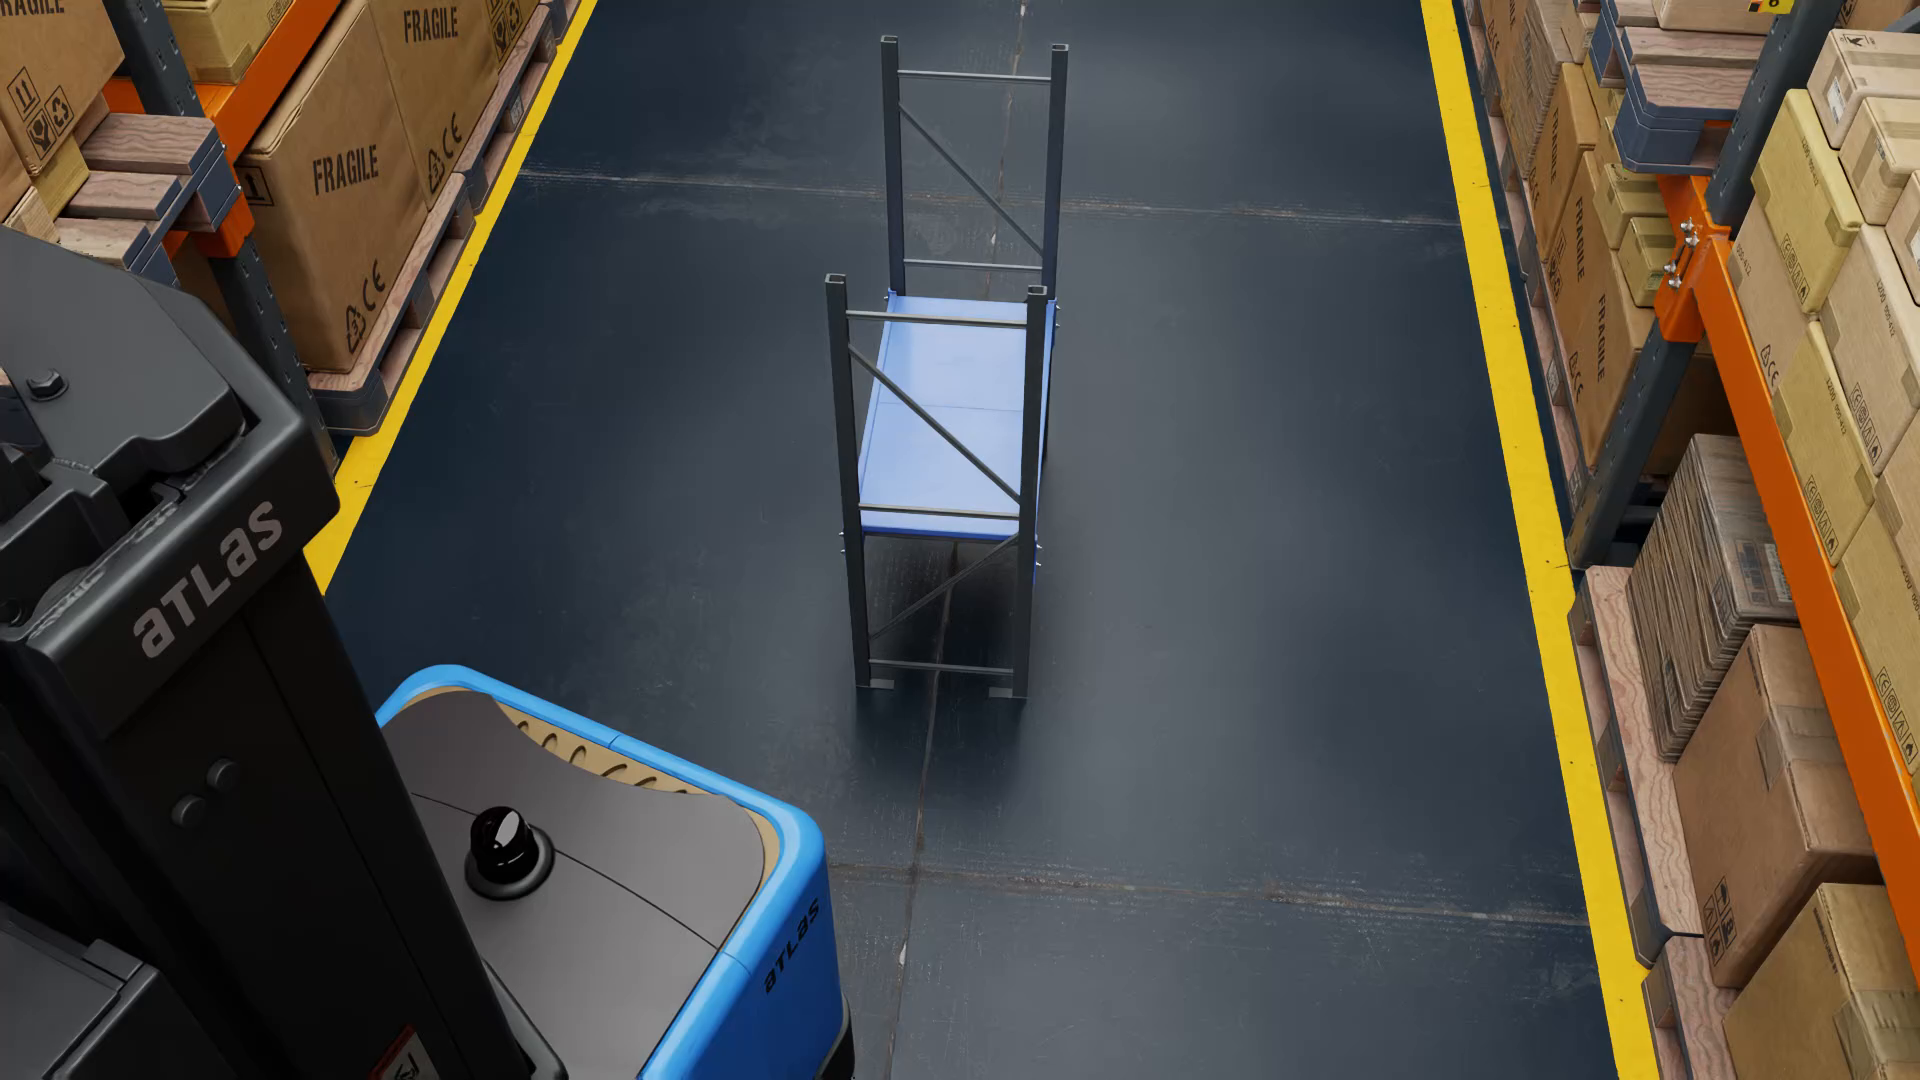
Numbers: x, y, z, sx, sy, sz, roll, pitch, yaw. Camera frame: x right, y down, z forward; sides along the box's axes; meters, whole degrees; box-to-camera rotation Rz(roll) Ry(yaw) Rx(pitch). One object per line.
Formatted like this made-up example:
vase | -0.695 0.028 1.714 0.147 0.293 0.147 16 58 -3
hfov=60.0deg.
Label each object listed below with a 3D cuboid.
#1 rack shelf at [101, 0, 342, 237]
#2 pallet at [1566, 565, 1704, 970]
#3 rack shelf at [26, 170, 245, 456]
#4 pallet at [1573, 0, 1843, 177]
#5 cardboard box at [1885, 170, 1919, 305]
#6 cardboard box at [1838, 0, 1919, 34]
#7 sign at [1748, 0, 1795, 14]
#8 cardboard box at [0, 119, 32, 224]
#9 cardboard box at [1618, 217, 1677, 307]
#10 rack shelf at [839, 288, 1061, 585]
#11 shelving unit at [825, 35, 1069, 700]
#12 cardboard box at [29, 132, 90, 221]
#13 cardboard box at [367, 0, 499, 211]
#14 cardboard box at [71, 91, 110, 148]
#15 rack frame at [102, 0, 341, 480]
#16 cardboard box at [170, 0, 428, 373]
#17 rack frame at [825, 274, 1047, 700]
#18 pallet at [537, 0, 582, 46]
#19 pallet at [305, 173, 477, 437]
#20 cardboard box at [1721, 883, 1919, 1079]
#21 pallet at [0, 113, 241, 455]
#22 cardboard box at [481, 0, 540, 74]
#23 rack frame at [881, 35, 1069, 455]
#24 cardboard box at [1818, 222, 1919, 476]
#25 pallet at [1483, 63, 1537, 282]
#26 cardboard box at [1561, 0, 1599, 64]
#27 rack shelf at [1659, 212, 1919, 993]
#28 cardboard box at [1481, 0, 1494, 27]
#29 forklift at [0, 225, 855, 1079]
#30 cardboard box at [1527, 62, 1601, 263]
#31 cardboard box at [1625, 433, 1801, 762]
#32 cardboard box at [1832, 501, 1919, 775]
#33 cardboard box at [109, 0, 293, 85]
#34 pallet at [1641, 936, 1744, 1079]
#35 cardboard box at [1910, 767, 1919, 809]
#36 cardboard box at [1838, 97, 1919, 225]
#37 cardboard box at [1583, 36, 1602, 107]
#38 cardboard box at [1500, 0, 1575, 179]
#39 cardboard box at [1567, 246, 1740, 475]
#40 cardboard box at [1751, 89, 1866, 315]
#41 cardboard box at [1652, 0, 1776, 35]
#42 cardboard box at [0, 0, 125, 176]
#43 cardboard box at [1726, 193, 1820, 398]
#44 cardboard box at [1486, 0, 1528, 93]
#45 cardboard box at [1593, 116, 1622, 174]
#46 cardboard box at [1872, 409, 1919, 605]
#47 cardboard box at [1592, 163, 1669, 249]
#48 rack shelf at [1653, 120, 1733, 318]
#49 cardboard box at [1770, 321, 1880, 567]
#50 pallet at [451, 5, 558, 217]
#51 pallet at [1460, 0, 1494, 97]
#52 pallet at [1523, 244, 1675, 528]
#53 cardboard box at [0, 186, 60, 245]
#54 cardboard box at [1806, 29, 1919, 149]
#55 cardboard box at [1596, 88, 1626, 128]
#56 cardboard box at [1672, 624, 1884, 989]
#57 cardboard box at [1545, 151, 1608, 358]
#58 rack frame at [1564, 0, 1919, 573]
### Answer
rack shelf | -2.363 -2.483 5.976 1.077 0.370 4.000 4 48 4
pallet | 2.284 0.618 4.542 1.003 0.211 1.213 4 48 4
rack shelf | -2.727 0.456 3.288 1.077 0.370 4.000 4 48 4
pallet | 2.390 -1.363 4.594 1.213 0.211 1.003 4 48 4
cardboard box | 2.055 -0.577 3.237 0.380 0.149 0.250 5 48 5
cardboard box | 2.601 -1.468 4.208 0.500 0.500 0.500 6 48 5
sign | 1.857 -1.319 3.693 0.100 0.325 0.005 4 48 4
cardboard box | -2.346 -0.799 3.394 0.500 0.500 0.500 3 48 3
cardboard box | 2.191 -0.822 4.939 0.380 0.149 0.250 2 48 2
rack shelf | -0.008 -0.322 4.772 0.538 0.185 1.000 4 48 4
shelving unit | -0.008 -0.443 4.639 0.538 1.500 1.048 4 48 4
cardboard box | -2.293 -0.855 3.885 0.380 0.149 0.250 5 48 4
cardboard box | -2.314 -1.838 6.054 0.875 0.875 0.875 4 48 4
cardboard box | -2.341 -1.057 4.069 0.380 0.149 0.250 5 48 5
rack frame | -2.545 -1.256 4.366 1.000 3.000 0.127 4 48 4
cardboard box | -2.400 -1.183 5.455 0.875 0.875 0.875 3 48 3
rack frame | -0.054 -0.070 4.298 0.500 1.500 0.032 4 48 4
pallet | -2.176 -2.683 7.560 1.003 0.211 1.213 4 48 4
pallet | -2.398 -0.890 5.921 1.003 0.211 1.213 4 48 4
cardboard box | 2.215 1.167 3.474 0.875 0.625 0.625 2 48 2
pallet | -2.504 -0.661 3.952 1.213 0.211 1.003 4 48 4
cardboard box | -2.232 -2.495 6.655 0.875 0.875 0.875 5 48 5
rack frame | 0.039 -0.817 4.981 0.500 1.500 0.032 4 48 4
cardboard box | 2.068 -0.366 3.315 0.500 0.250 0.500 5 48 5
pallet | 2.618 -1.424 6.410 1.003 0.211 1.213 4 48 4
cardboard box | 2.340 -1.795 5.829 0.380 0.149 0.250 2 48 2
rack shelf | 2.216 0.787 2.985 1.077 0.370 4.000 4 48 4
cardboard box | 2.456 -2.430 6.850 0.500 0.500 0.500 3 48 3
forklift | -1.351 1.115 2.244 1.130 2.935 3.031 20 51 17
cardboard box | 2.324 -1.300 5.816 0.500 0.500 0.500 6 48 5
cardboard box | 2.328 0.192 4.366 0.875 0.625 0.625 5 48 5
cardboard box | 2.024 0.183 3.151 0.500 0.250 0.500 2 48 2
cardboard box | -2.250 -1.548 4.735 0.500 0.250 0.500 3 48 3
pallet | 2.171 1.512 3.724 1.003 0.211 1.213 4 48 4
cardboard box | 1.975 0.564 2.803 0.500 0.250 0.500 5 48 5
cardboard box | 2.053 -0.767 3.412 0.380 0.149 0.250 5 48 4
cardboard box | 2.344 -1.590 5.641 0.380 0.149 0.250 3 48 3
cardboard box | 2.352 -1.683 6.166 0.500 0.500 0.500 2 48 2
cardboard box | 2.223 -0.549 5.128 0.500 0.500 0.500 5 48 5
cardboard box | 2.090 -0.735 3.653 0.500 0.250 0.500 4 48 3
cardboard box | 2.076 -1.491 4.466 0.380 0.149 0.250 5 48 4
cardboard box | -2.310 -1.180 3.742 0.500 0.500 0.500 3 48 2
cardboard box | 2.114 -0.565 3.836 0.500 0.250 0.500 4 48 4
cardboard box | 2.406 -2.064 6.514 0.500 0.500 0.500 3 48 2
cardboard box | 2.253 -1.215 5.299 0.380 0.149 0.250 2 48 2
cardboard box | 2.002 0.017 2.964 0.500 0.250 0.500 3 48 3
cardboard box | 2.185 -1.025 5.124 0.380 0.149 0.250 2 48 2
rack shelf | 2.580 -2.152 5.673 1.077 0.370 4.000 4 48 4
cardboard box | 2.064 -0.196 3.498 0.500 0.250 0.500 3 48 3
pallet | -2.285 -1.784 6.738 1.003 0.211 1.213 4 48 4
pallet | 2.726 -2.323 7.232 1.003 0.211 1.213 4 48 4
pallet | 2.504 -0.530 5.592 1.003 0.211 1.213 4 48 4
cardboard box | -2.271 -0.667 3.713 0.380 0.149 0.250 4 48 3
cardboard box | 2.076 -0.964 3.591 0.380 0.149 0.250 5 48 5
cardboard box | 2.322 -1.406 5.473 0.380 0.149 0.250 5 48 5
cardboard box | 2.276 0.673 3.927 0.875 0.625 0.625 5 48 5
cardboard box | 2.279 -0.916 5.464 0.500 0.500 0.500 3 48 3
rack frame | 2.398 -0.925 4.064 1.000 3.000 0.127 4 48 4
